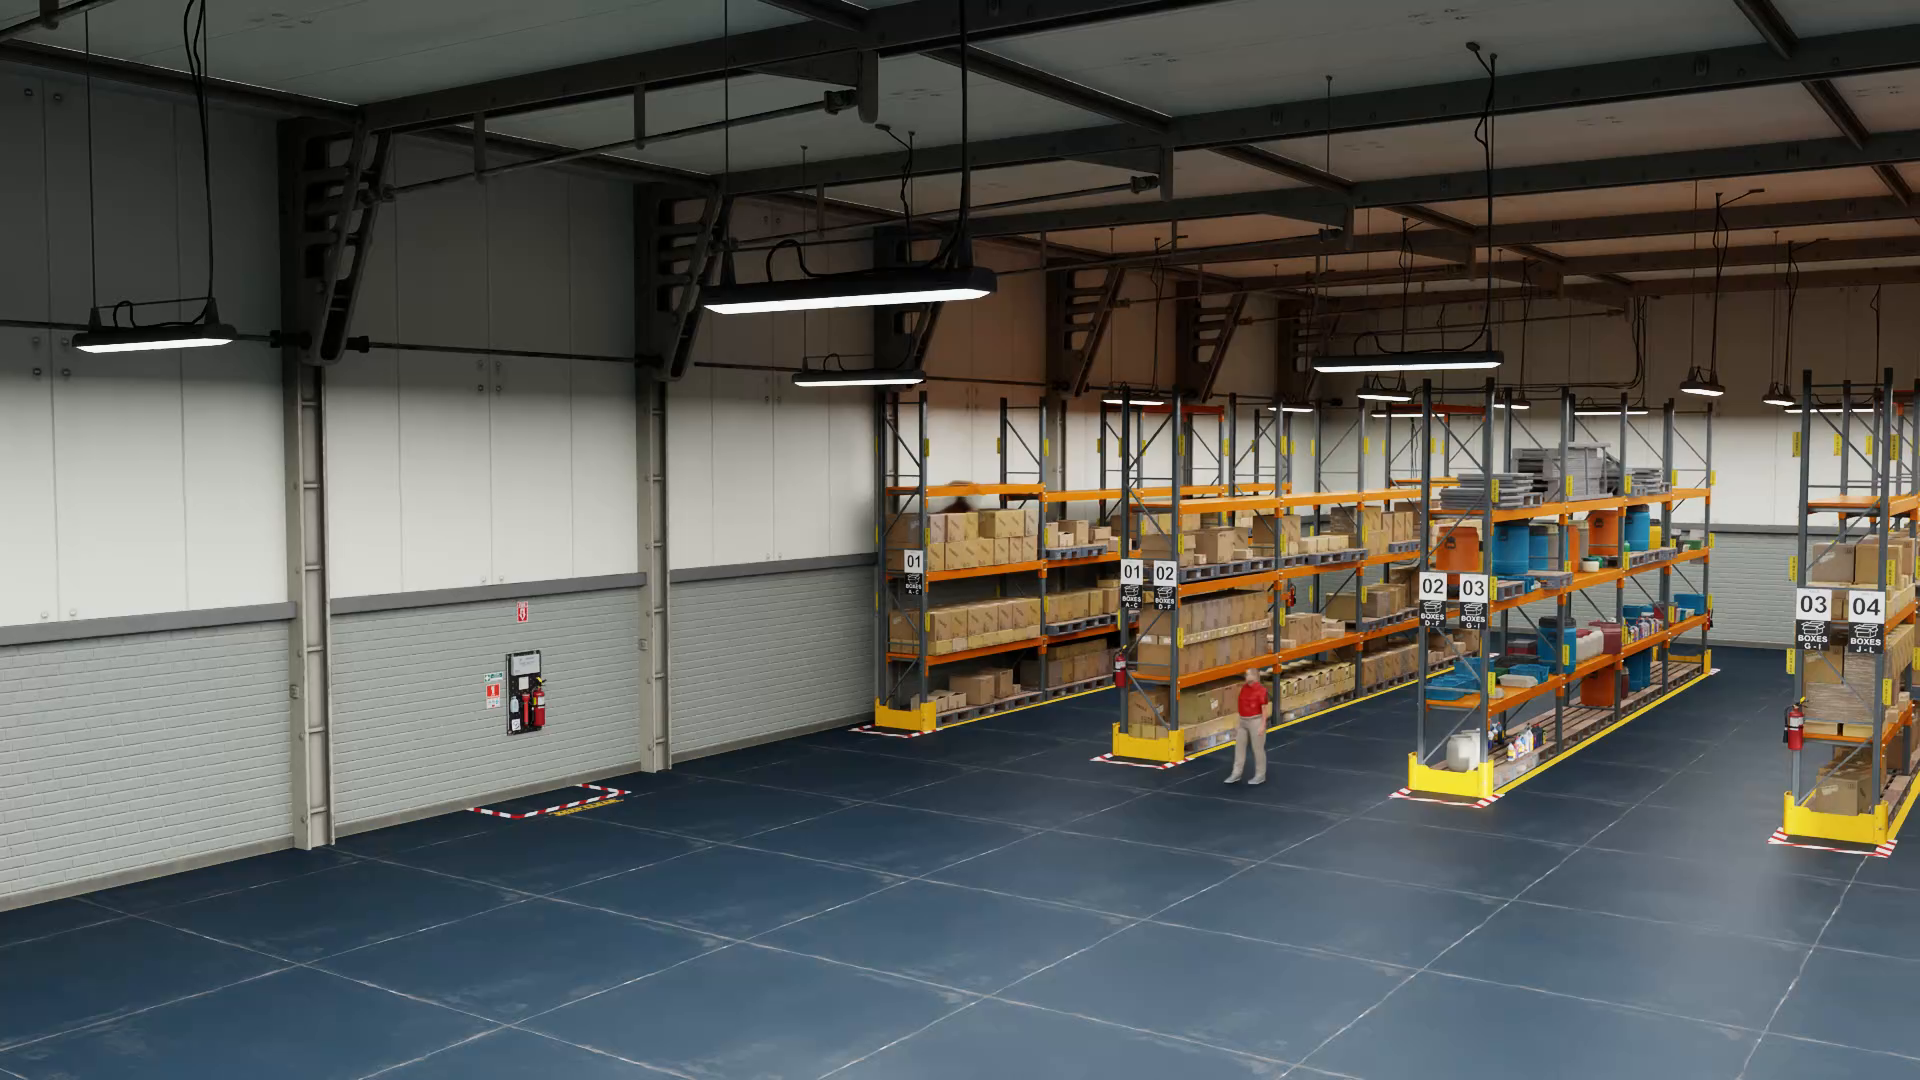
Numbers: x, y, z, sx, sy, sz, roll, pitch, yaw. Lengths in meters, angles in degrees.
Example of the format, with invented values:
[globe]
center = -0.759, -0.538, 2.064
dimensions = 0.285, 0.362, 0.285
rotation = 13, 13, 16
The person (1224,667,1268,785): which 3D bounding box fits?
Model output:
[person]
center = 4.274, 2.769, 24.747
dimensions = 0.556, 1.744, 0.549
rotation = -2, 4, -33
